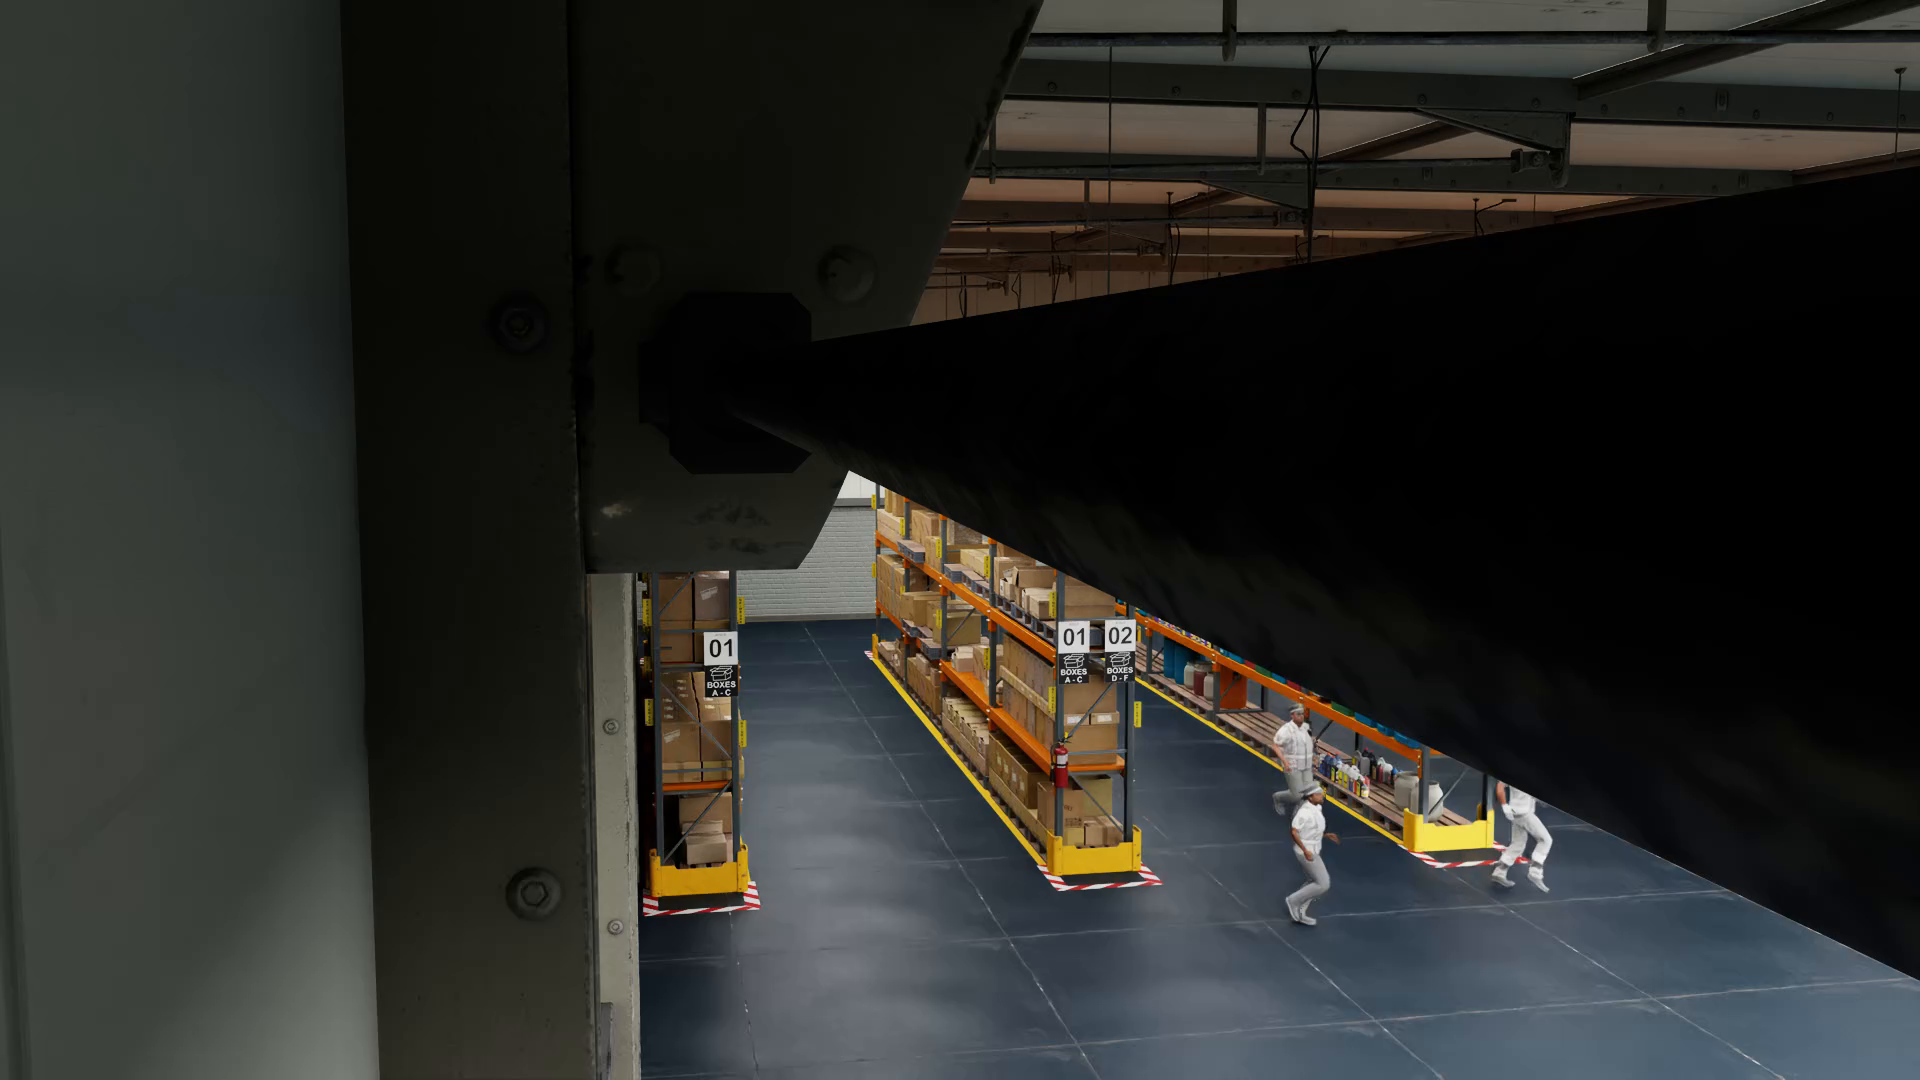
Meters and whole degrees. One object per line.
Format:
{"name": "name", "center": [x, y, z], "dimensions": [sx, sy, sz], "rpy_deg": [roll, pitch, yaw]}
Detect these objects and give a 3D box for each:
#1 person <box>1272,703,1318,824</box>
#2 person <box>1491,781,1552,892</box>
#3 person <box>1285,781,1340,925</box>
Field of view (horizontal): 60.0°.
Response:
{"name": "person", "center": [4.647, 3.108, 23.056], "dimensions": [0.650, 1.742, 0.602], "rpy_deg": [-3, 7, -28]}
{"name": "person", "center": [6.890, 3.361, 20.325], "dimensions": [0.693, 1.742, 0.687], "rpy_deg": [2, 6, 22]}
{"name": "person", "center": [4.035, 3.561, 18.983], "dimensions": [0.565, 1.669, 0.564], "rpy_deg": [2, 6, 20]}
